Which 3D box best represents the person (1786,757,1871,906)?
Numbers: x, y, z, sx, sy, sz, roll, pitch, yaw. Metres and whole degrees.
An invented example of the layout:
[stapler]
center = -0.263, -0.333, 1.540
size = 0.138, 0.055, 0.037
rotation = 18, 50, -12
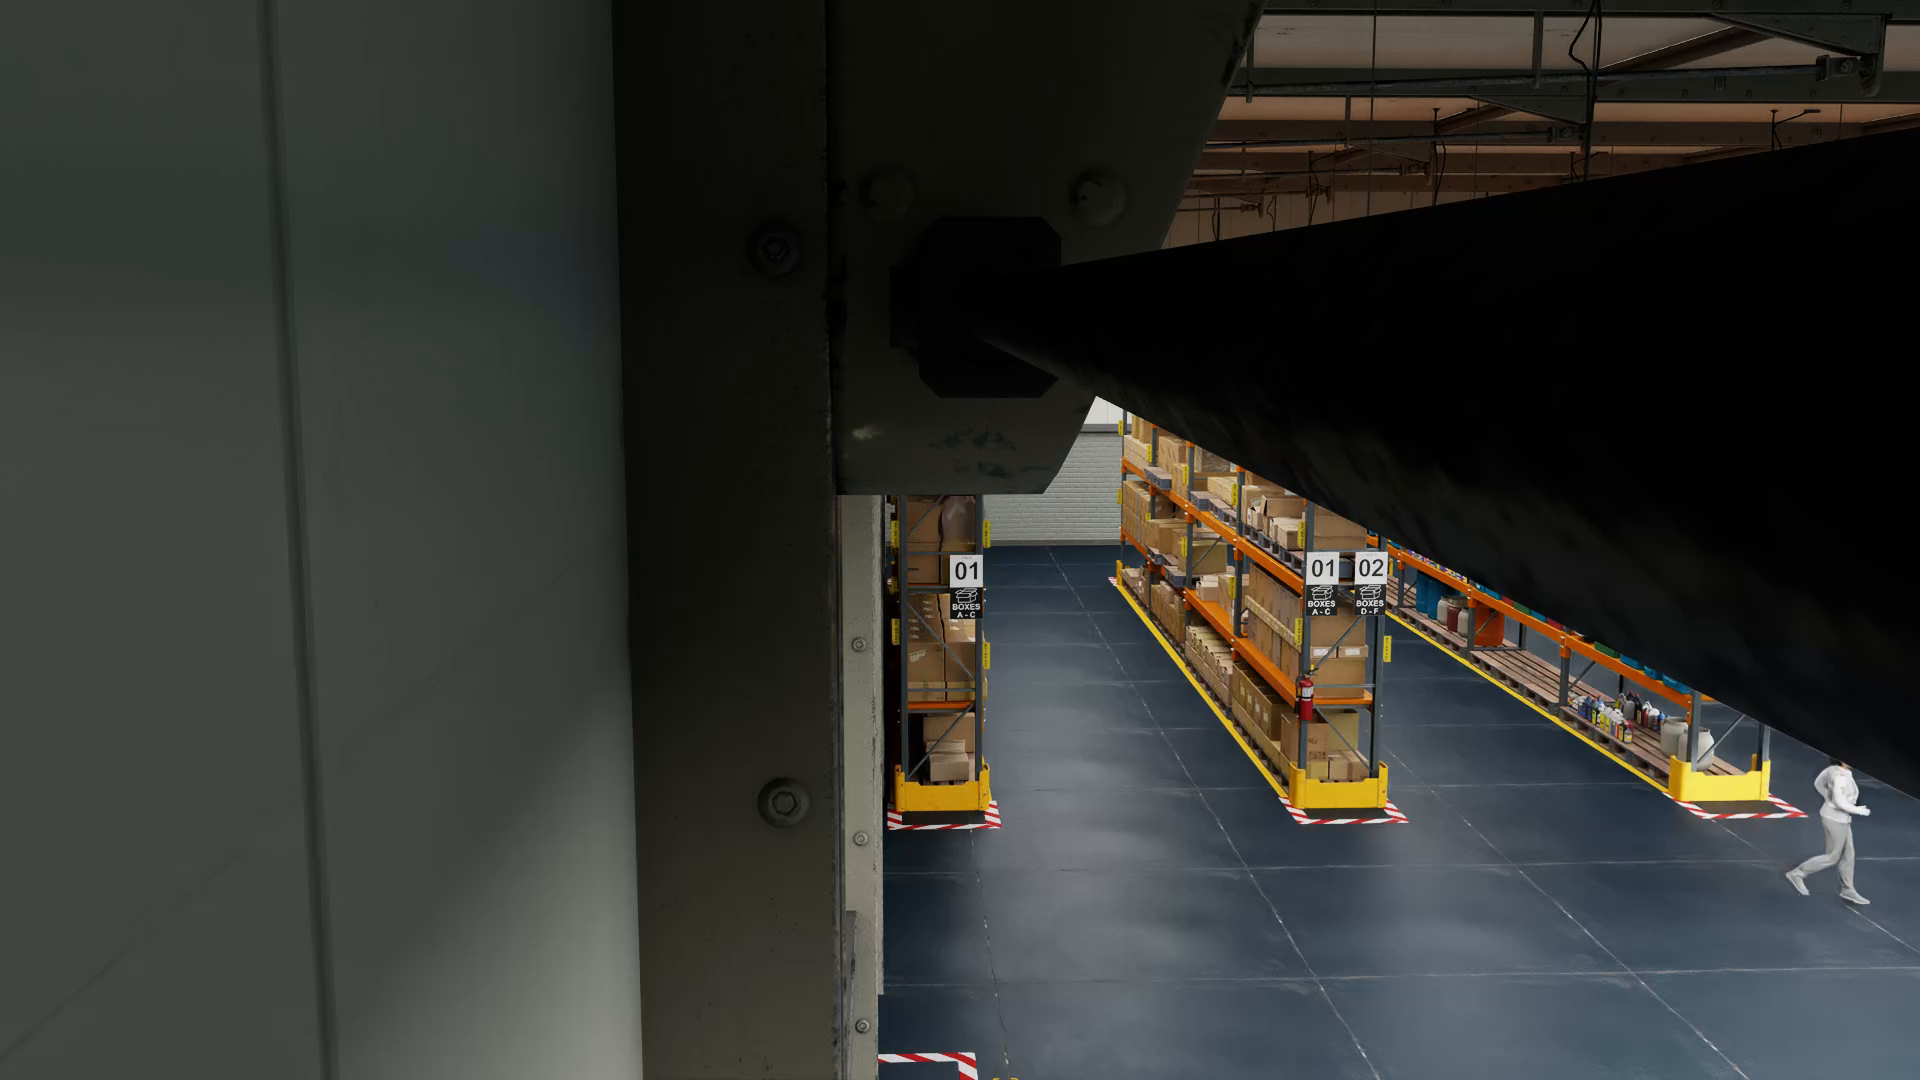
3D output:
[person]
center = 9.144, 2.952, 17.389
size = 0.779, 1.712, 0.637
rotation = 3, 9, 21
